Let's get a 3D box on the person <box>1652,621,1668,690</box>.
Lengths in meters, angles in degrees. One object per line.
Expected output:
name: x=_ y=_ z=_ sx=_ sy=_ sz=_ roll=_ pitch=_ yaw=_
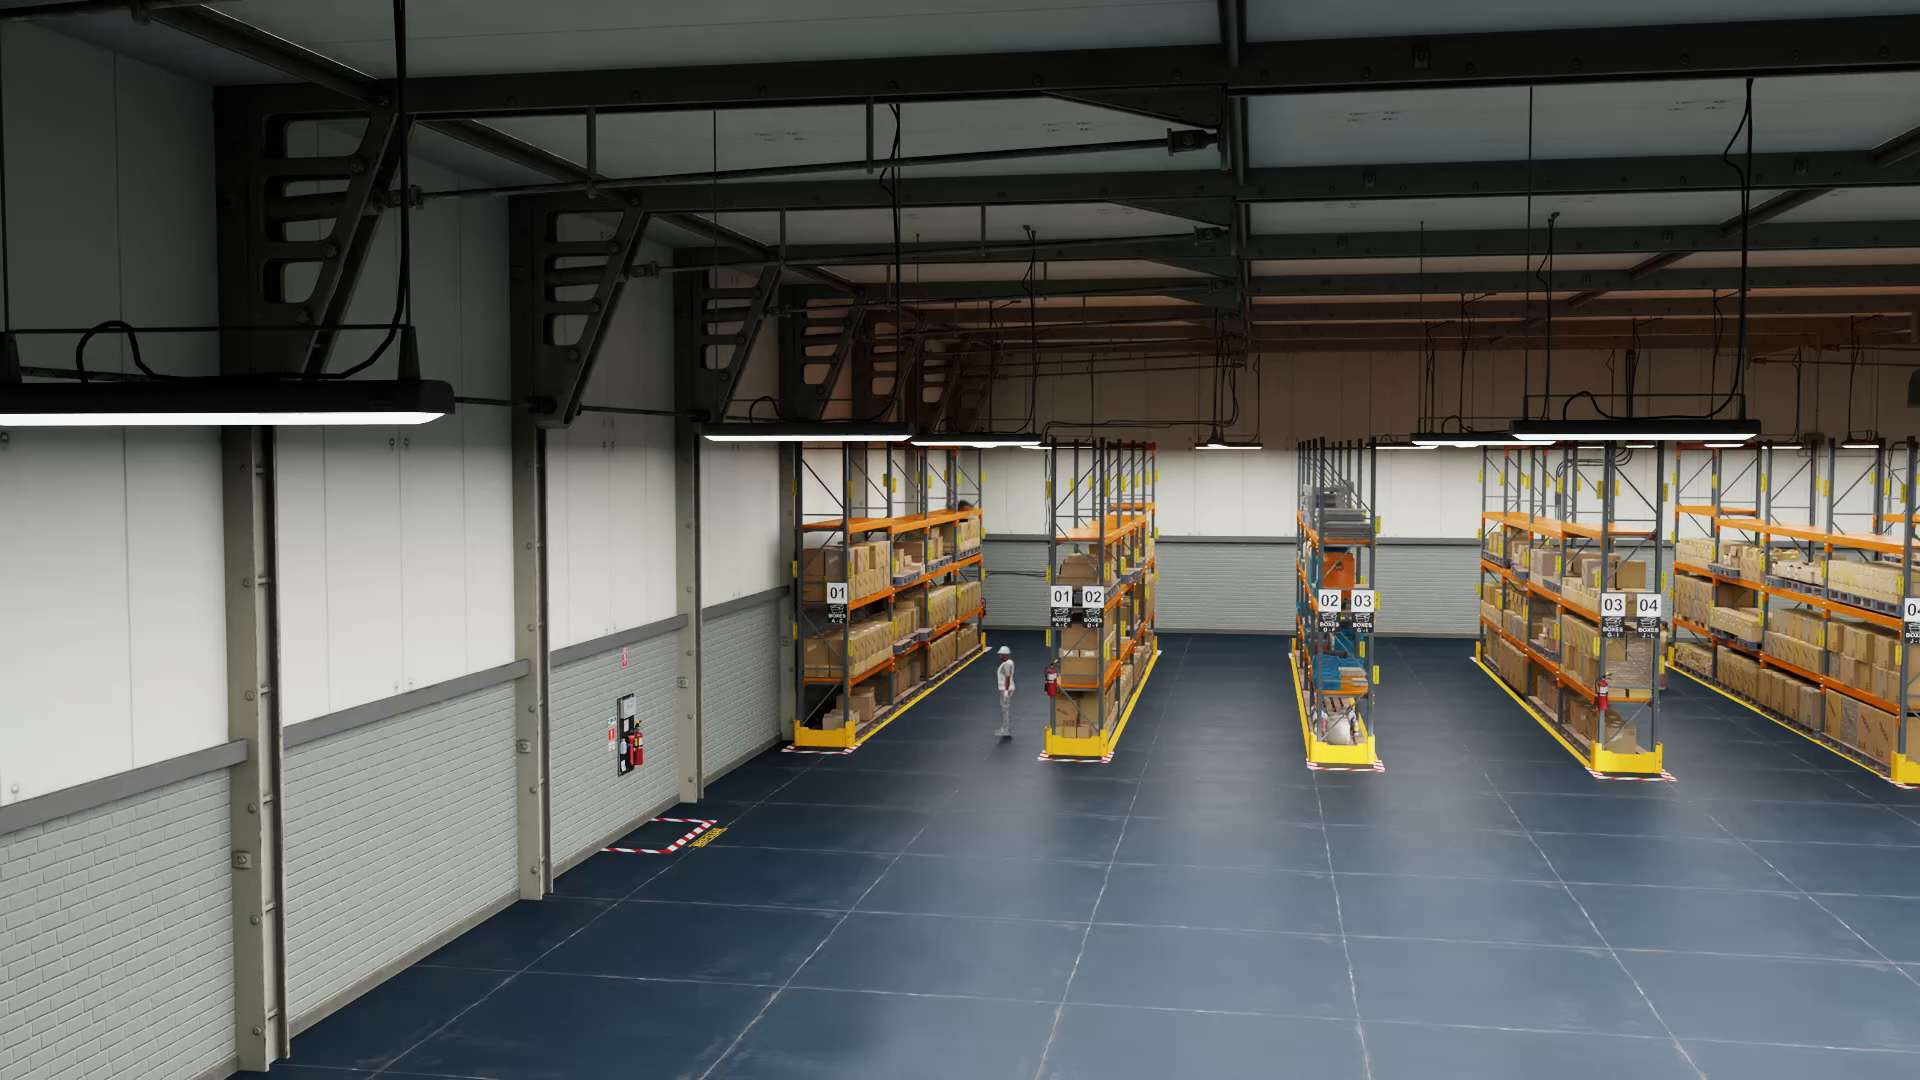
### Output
person: x=16.832 y=2.769 z=40.240 sx=0.571 sy=1.667 sz=0.466 roll=2 pitch=3 yaw=29

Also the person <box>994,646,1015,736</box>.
person: x=0.907 y=3.041 z=33.626 sx=0.421 sy=1.788 sz=0.618 roll=0 pitch=3 yaw=4
